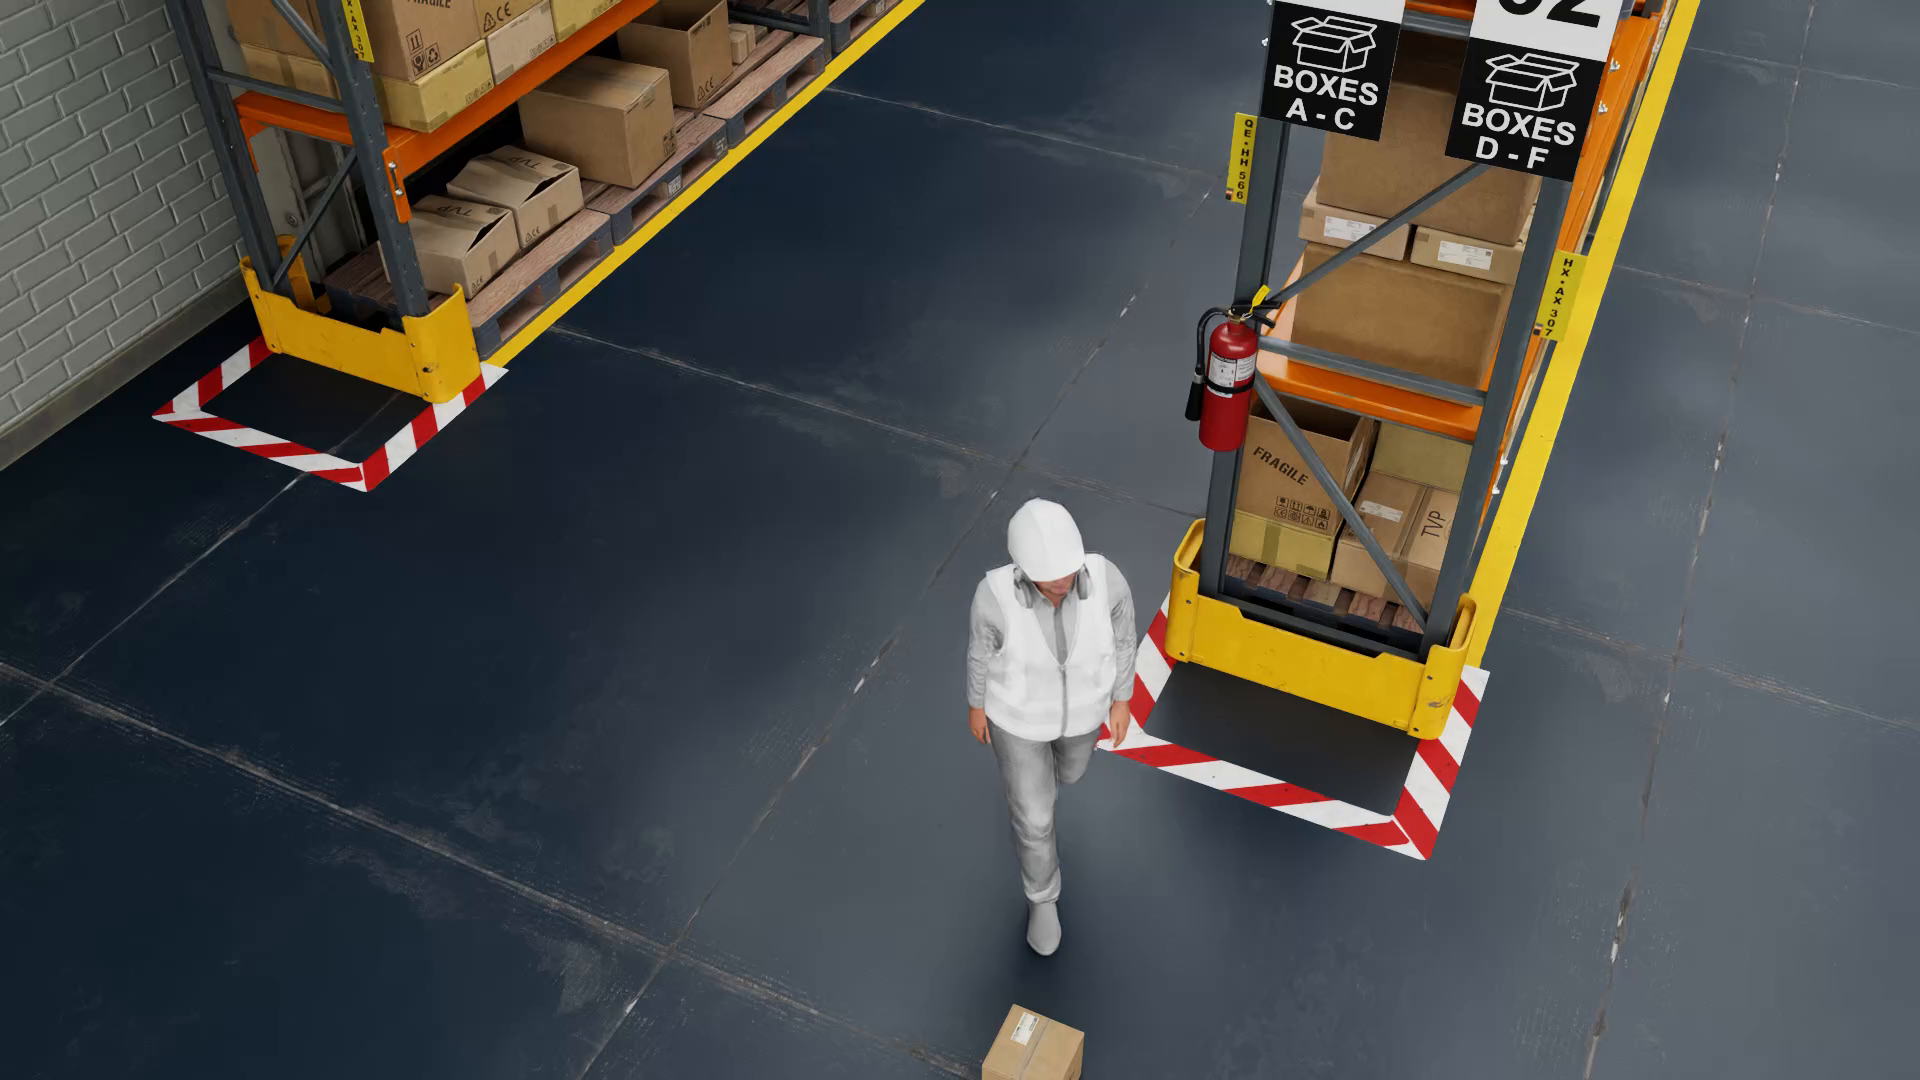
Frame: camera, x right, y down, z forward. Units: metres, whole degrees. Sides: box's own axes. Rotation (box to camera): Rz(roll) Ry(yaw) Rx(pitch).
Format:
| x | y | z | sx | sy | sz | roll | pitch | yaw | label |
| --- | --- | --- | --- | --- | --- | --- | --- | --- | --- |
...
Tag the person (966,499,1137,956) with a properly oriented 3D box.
| x | y | z | sx | sy | sz | roll | pitch | yaw | label |
| --- | --- | --- | --- | --- | --- | --- | --- | --- | --- |
| 0.299 | 0.519 | 5.562 | 0.549 | 1.747 | 0.877 | -11 | 43 | -12 | person |
